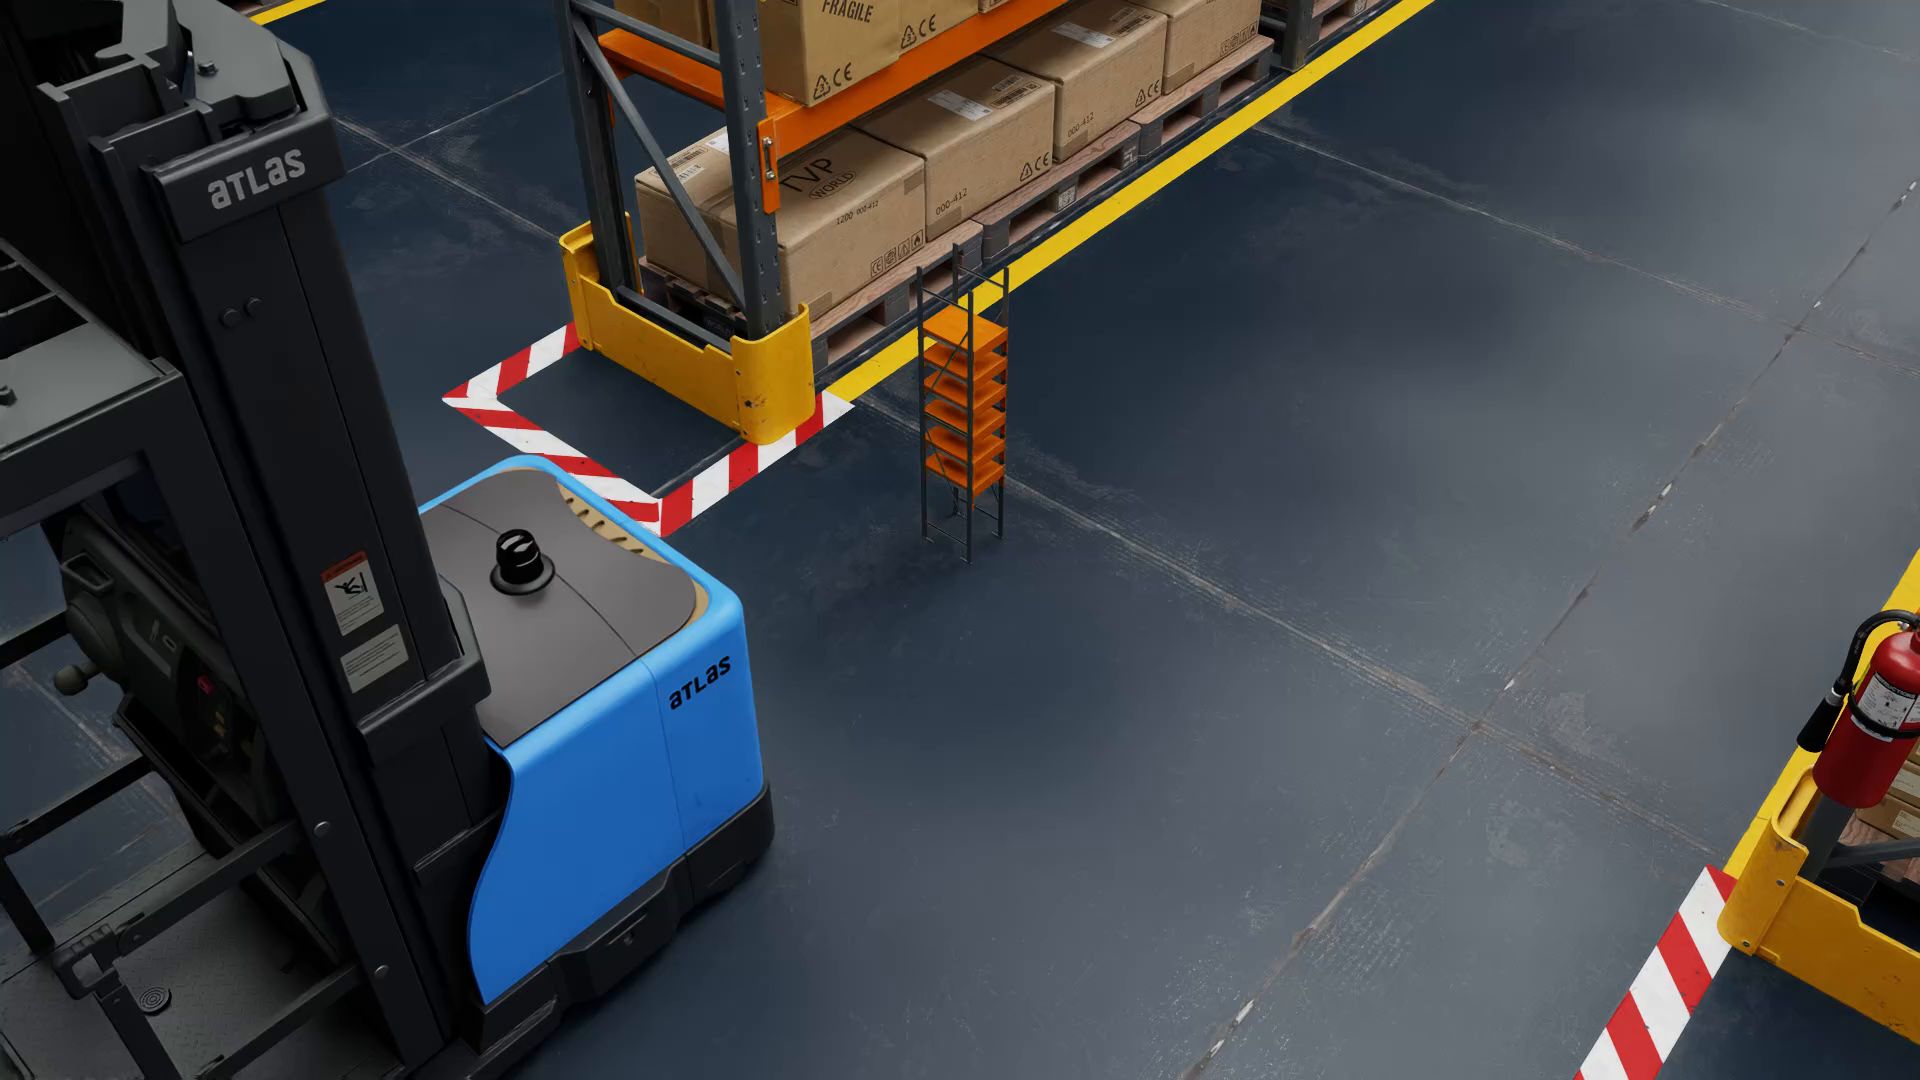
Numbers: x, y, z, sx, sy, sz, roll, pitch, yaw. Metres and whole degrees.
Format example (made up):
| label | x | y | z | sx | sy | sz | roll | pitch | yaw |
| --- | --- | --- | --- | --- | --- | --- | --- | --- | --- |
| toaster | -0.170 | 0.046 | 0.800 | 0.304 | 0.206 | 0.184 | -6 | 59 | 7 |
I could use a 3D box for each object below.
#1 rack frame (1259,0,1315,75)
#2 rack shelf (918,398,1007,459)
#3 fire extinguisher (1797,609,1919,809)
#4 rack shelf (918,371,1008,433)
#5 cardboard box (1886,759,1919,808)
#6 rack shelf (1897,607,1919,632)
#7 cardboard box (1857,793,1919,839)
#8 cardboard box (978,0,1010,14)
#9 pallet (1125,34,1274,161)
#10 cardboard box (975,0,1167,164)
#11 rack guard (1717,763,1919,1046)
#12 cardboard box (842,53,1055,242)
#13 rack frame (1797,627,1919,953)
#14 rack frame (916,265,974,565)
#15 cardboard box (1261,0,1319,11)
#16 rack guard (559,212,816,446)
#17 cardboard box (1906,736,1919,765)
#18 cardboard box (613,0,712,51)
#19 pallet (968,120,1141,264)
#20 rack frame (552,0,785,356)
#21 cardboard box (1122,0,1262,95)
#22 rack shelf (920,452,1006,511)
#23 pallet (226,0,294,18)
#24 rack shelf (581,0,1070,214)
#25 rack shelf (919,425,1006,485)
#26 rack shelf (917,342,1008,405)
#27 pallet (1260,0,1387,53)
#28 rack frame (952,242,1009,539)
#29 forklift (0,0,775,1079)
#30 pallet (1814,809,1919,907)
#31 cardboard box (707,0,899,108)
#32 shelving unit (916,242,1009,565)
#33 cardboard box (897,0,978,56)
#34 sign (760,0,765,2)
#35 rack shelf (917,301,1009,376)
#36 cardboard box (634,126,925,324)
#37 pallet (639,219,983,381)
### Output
| label | x | y | z | sx | sy | sz | roll | pitch | yaw |
| --- | --- | --- | --- | --- | --- | --- | --- | --- | --- |
| rack frame | 1.466 | -3.884 | 8.291 | 1.000 | 3.000 | 0.127 | 29 | 50 | 28 |
| rack shelf | 0.009 | -0.419 | 5.884 | 0.258 | 0.103 | 0.180 | 29 | 50 | 28 |
| fire extinguisher | 2.230 | 0.364 | 3.955 | 0.296 | 0.674 | 0.183 | 29 | 50 | 28 |
| rack shelf | 0.009 | -0.507 | 5.804 | 0.258 | 0.103 | 0.180 | 29 | 50 | 28 |
| cardboard box | 2.867 | 0.661 | 4.879 | 0.380 | 0.149 | 0.250 | 28 | 49 | 27 |
| rack shelf | 4.033 | -0.497 | 5.101 | 1.077 | 0.370 | 4.000 | 29 | 50 | 28 |
| cardboard box | 2.925 | 0.805 | 4.942 | 0.380 | 0.149 | 0.250 | 30 | 50 | 29 |
| cardboard box | 0.066 | -2.510 | 6.707 | 0.500 | 0.500 | 0.500 | 29 | 50 | 28 |
| pallet | 0.917 | -2.494 | 8.836 | 1.003 | 0.211 | 1.213 | 29 | 50 | 28 |
| cardboard box | 0.404 | -2.353 | 8.200 | 0.875 | 0.438 | 0.875 | 28 | 49 | 27 |
| rack guard | 2.795 | 1.153 | 4.610 | 1.175 | 0.500 | 0.348 | 29 | 50 | 28 |
| cardboard box | -0.177 | -1.889 | 7.691 | 0.875 | 0.438 | 0.875 | 31 | 51 | 29 |
| rack frame | 2.746 | 0.267 | 3.727 | 1.000 | 3.000 | 0.127 | 29 | 50 | 28 |
| rack frame | -0.050 | -0.404 | 5.803 | 0.240 | 1.200 | 0.006 | 29 | 50 | 28 |
| cardboard box | 1.804 | -3.607 | 9.254 | 0.875 | 0.875 | 0.875 | 31 | 51 | 30 |
| rack guard | -1.123 | -0.887 | 6.854 | 1.175 | 0.500 | 0.348 | 29 | 50 | 28 |
| cardboard box | 2.892 | 0.564 | 4.765 | 0.380 | 0.149 | 0.250 | 30 | 50 | 29 |
| cardboard box | -1.000 | -2.224 | 6.392 | 0.500 | 0.500 | 0.500 | 30 | 50 | 29 |
| pallet | 0.132 | -1.863 | 8.142 | 1.003 | 0.211 | 1.213 | 29 | 50 | 28 |
| rack frame | -1.108 | -1.824 | 6.026 | 1.000 | 3.000 | 0.127 | 29 | 50 | 28 |
| cardboard box | 0.980 | -2.814 | 8.708 | 0.875 | 0.438 | 0.875 | 29 | 50 | 28 |
| rack shelf | 0.009 | -0.241 | 6.046 | 0.258 | 0.103 | 0.180 | 29 | 50 | 28 |
| pallet | -4.348 | -3.389 | 9.821 | 1.003 | 0.211 | 1.213 | 29 | 50 | 28 |
| rack shelf | 0.179 | -2.588 | 7.401 | 1.077 | 0.370 | 4.000 | 29 | 50 | 28 |
| rack shelf | 0.009 | -0.330 | 5.965 | 0.258 | 0.103 | 0.180 | 29 | 50 | 28 |
| rack shelf | 0.009 | -0.596 | 5.723 | 0.258 | 0.103 | 0.180 | 29 | 50 | 28 |
| pallet | 1.905 | -3.282 | 9.702 | 1.003 | 0.211 | 1.213 | 29 | 50 | 28 |
| rack frame | 0.068 | -0.498 | 5.906 | 0.240 | 1.200 | 0.006 | 29 | 50 | 28 |
| forklift | -1.946 | 0.375 | 3.659 | 1.130 | 2.935 | 3.031 | 32 | 51 | 30 |
| pallet | 3.345 | 0.857 | 5.151 | 1.003 | 0.211 | 1.213 | 29 | 50 | 28 |
| cardboard box | -0.579 | -1.984 | 6.128 | 0.500 | 0.500 | 0.500 | 29 | 50 | 28 |
| shelving unit | 0.009 | -0.451 | 5.855 | 0.258 | 1.200 | 0.189 | 29 | 50 | 28 |
| cardboard box | -0.275 | -2.256 | 6.428 | 0.500 | 0.500 | 0.500 | 29 | 50 | 28 |
| sign | -0.687 | -1.930 | 5.441 | 0.100 | 0.325 | 0.005 | 29 | 50 | 28 |
| rack shelf | 0.009 | -0.685 | 5.642 | 0.258 | 0.103 | 0.180 | 29 | 50 | 28 |
| cardboard box | -0.760 | -1.415 | 7.168 | 0.875 | 0.438 | 0.875 | 28 | 49 | 27 |
| pallet | -0.653 | -1.238 | 7.455 | 1.003 | 0.211 | 1.213 | 29 | 50 | 28 |
